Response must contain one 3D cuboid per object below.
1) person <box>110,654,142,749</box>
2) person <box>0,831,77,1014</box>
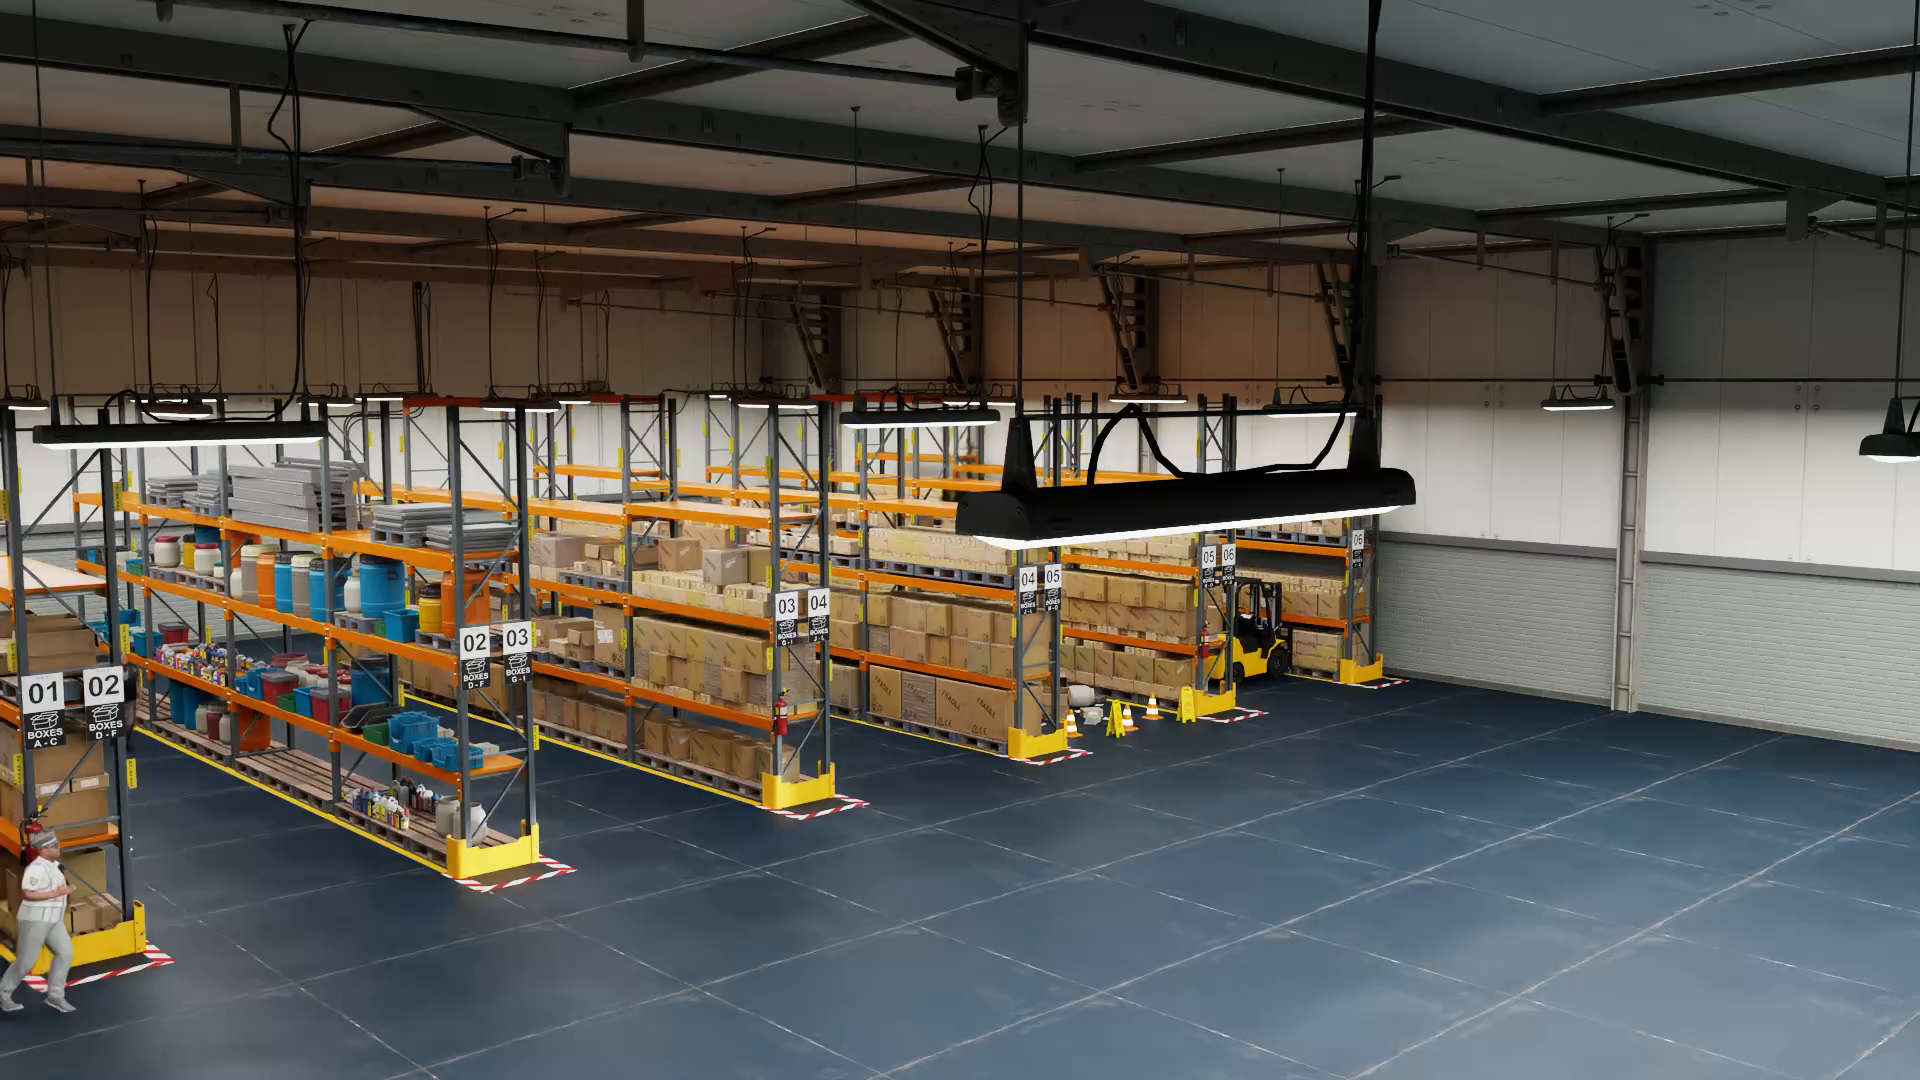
[{"bbox_3d":[-14.289,2.748,28.414,0.577,1.676,0.640,5,7,40],"label":"person"},{"bbox_3d":[-9.270,3.851,16.775,0.783,1.805,0.680,0,6,-1],"label":"person"}]
